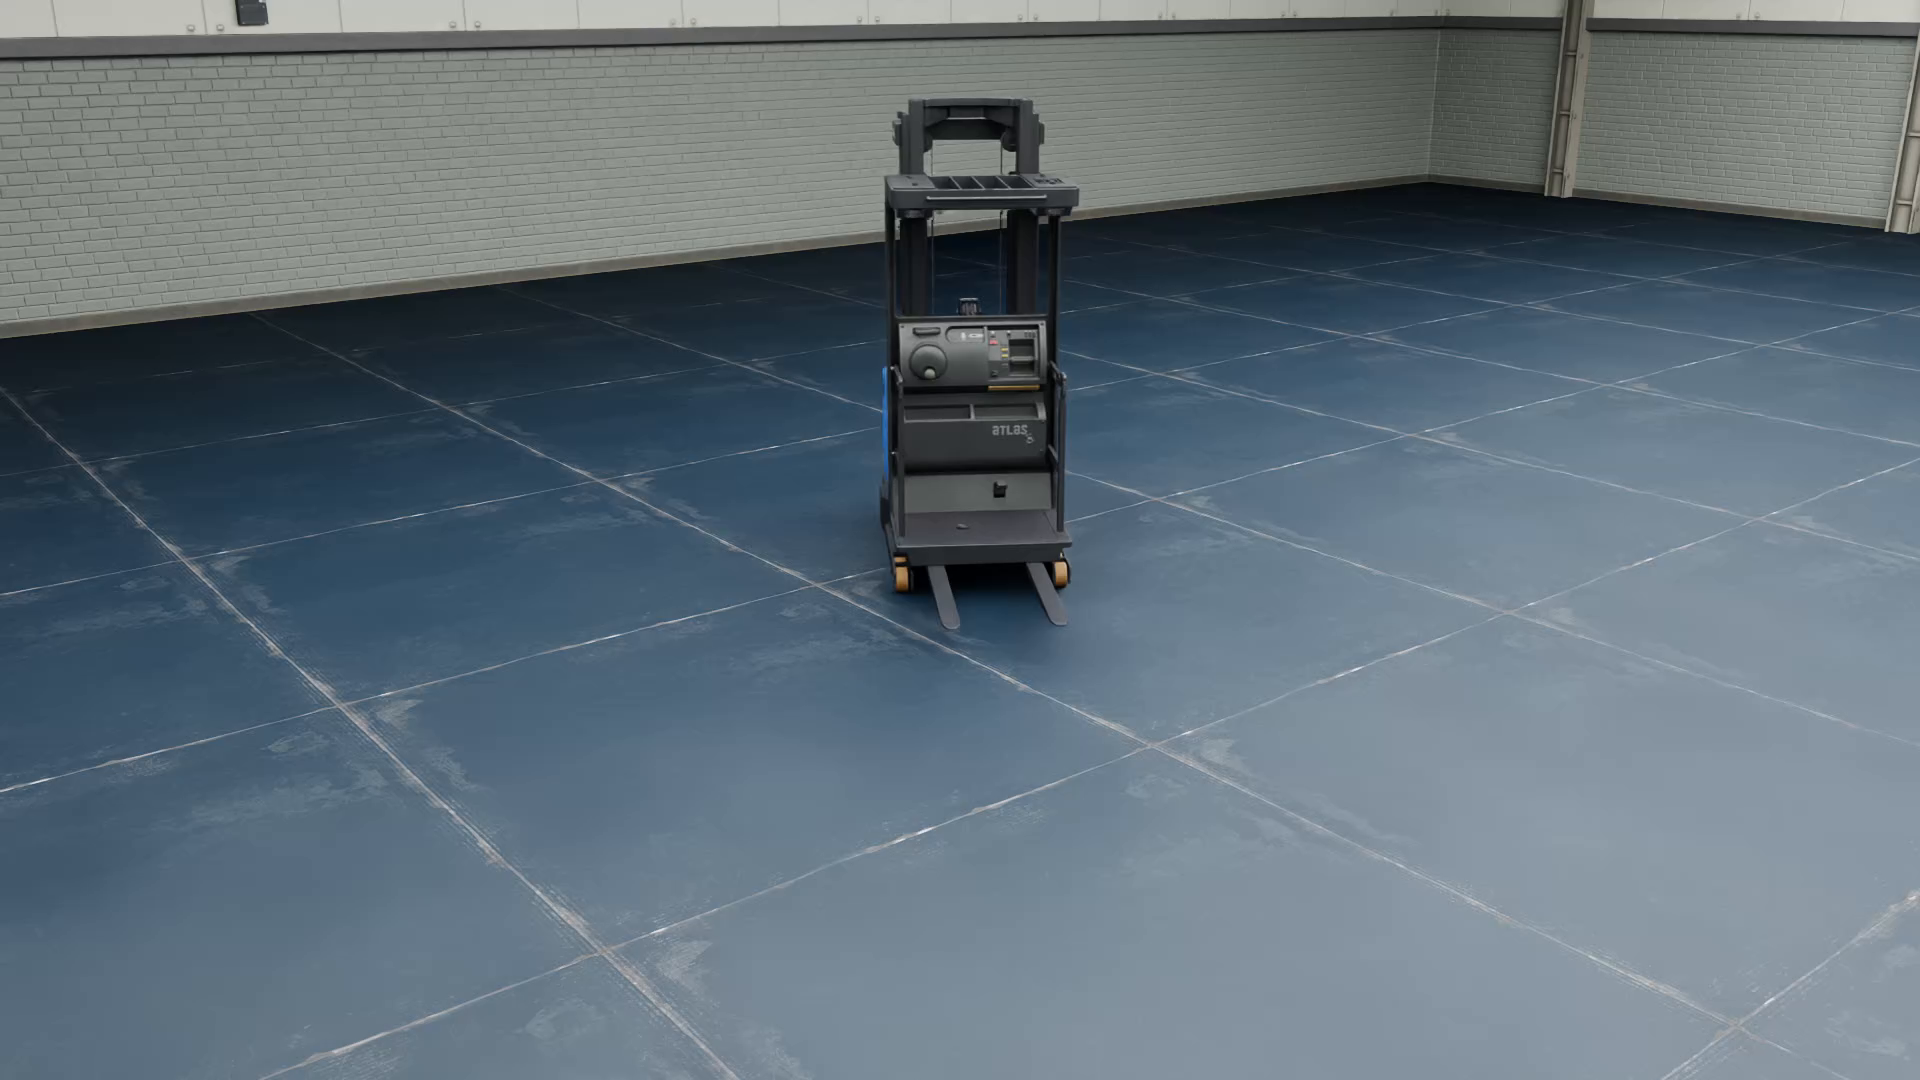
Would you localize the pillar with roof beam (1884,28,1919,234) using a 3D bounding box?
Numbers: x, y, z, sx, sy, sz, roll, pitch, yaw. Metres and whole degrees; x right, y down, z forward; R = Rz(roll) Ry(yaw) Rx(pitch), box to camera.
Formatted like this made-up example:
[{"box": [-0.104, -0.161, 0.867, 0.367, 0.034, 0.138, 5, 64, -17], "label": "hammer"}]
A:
[{"box": [11.242, -8.215, 21.855, 9.100, 9.000, 0.400, -14, 23, -36], "label": "pillar with roof beam"}]

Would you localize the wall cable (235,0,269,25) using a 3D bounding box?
[{"box": [-7.142, -8.833, 18.312, 2.305, 6.003, 0.169, -14, 23, -36], "label": "wall cable"}]

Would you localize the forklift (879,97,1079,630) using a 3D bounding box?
[{"box": [0.105, -1.174, 10.244, 1.130, 2.935, 3.031, -2, 18, -6], "label": "forklift"}]

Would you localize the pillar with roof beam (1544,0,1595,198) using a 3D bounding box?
[{"box": [7.517, -9.693, 26.320, 9.100, 9.000, 0.400, -14, 23, -36], "label": "pillar with roof beam"}]
